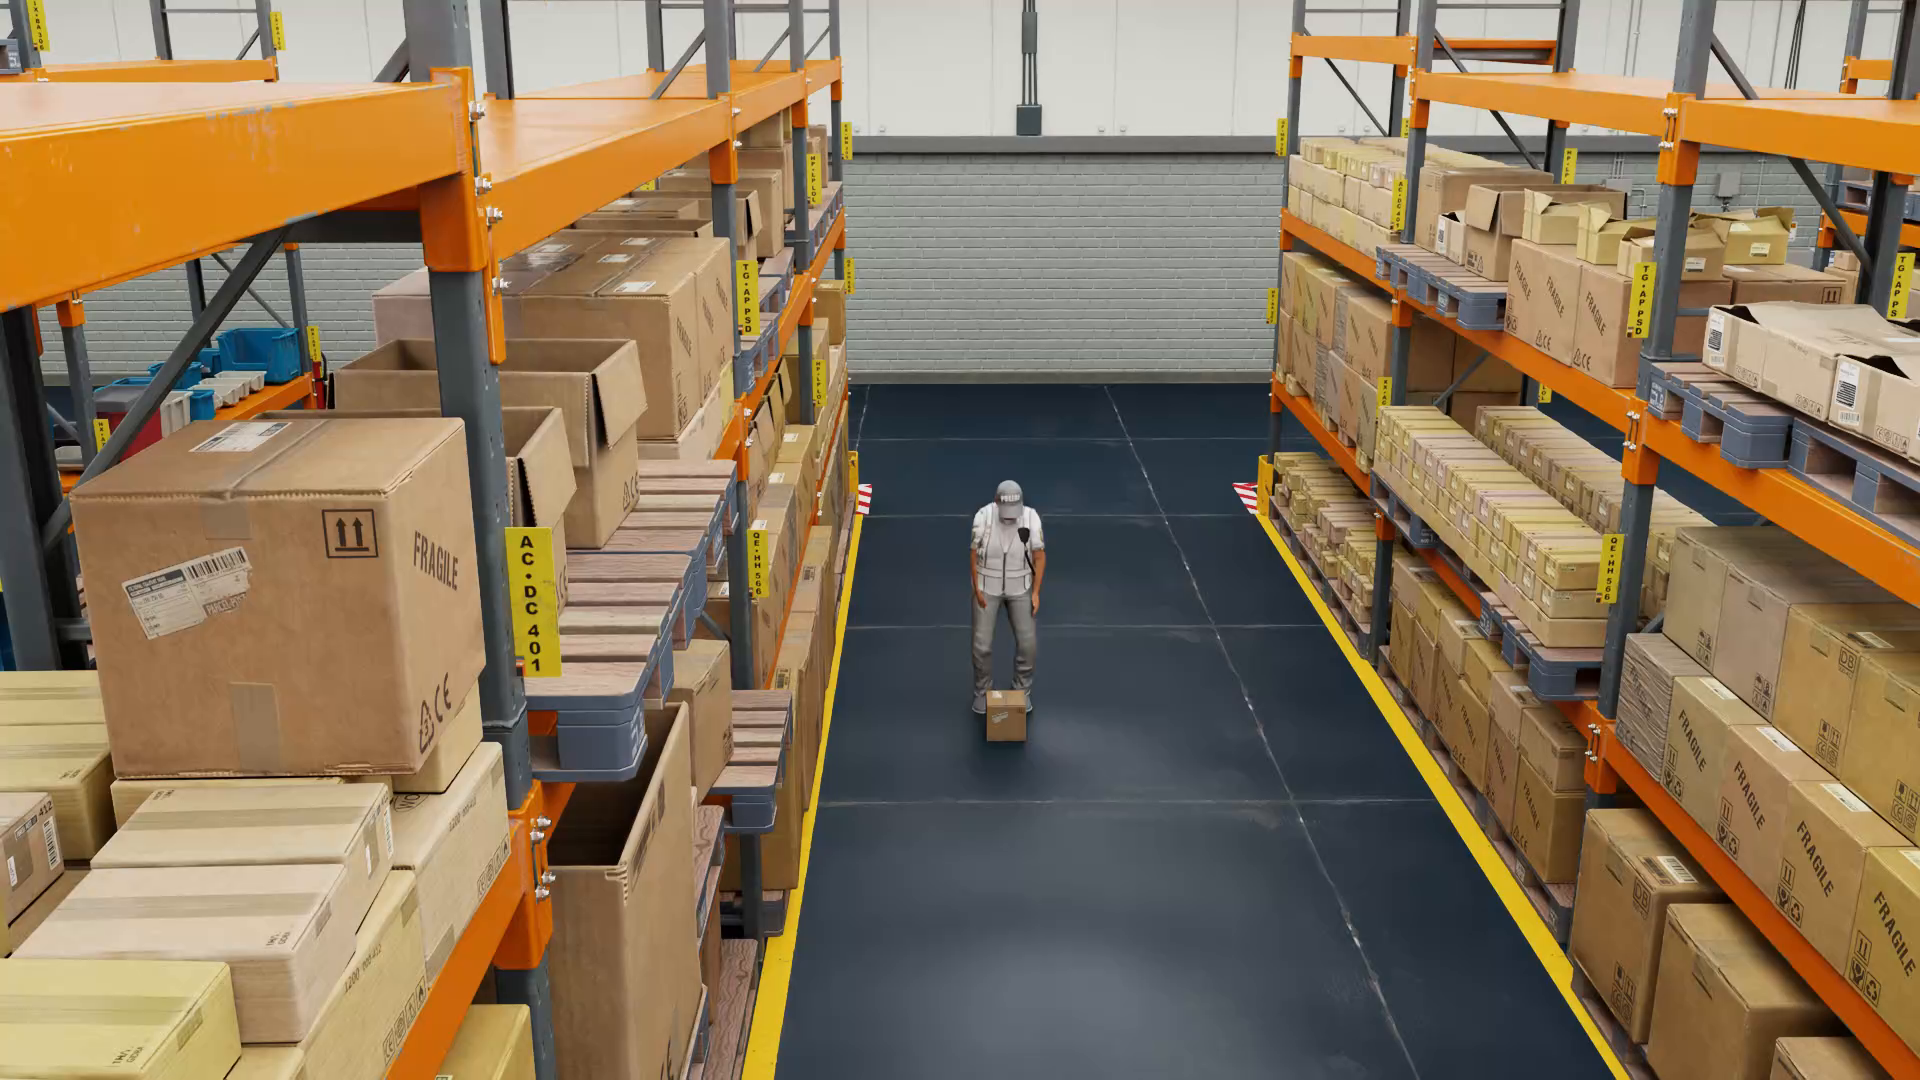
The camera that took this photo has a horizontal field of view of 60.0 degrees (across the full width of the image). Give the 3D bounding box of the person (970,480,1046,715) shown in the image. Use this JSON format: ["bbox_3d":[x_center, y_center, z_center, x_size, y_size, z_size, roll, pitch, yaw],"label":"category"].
[{"bbox_3d":[0.314,0.360,11.002,0.500,1.611,0.496,0,17,1],"label":"person"}]
